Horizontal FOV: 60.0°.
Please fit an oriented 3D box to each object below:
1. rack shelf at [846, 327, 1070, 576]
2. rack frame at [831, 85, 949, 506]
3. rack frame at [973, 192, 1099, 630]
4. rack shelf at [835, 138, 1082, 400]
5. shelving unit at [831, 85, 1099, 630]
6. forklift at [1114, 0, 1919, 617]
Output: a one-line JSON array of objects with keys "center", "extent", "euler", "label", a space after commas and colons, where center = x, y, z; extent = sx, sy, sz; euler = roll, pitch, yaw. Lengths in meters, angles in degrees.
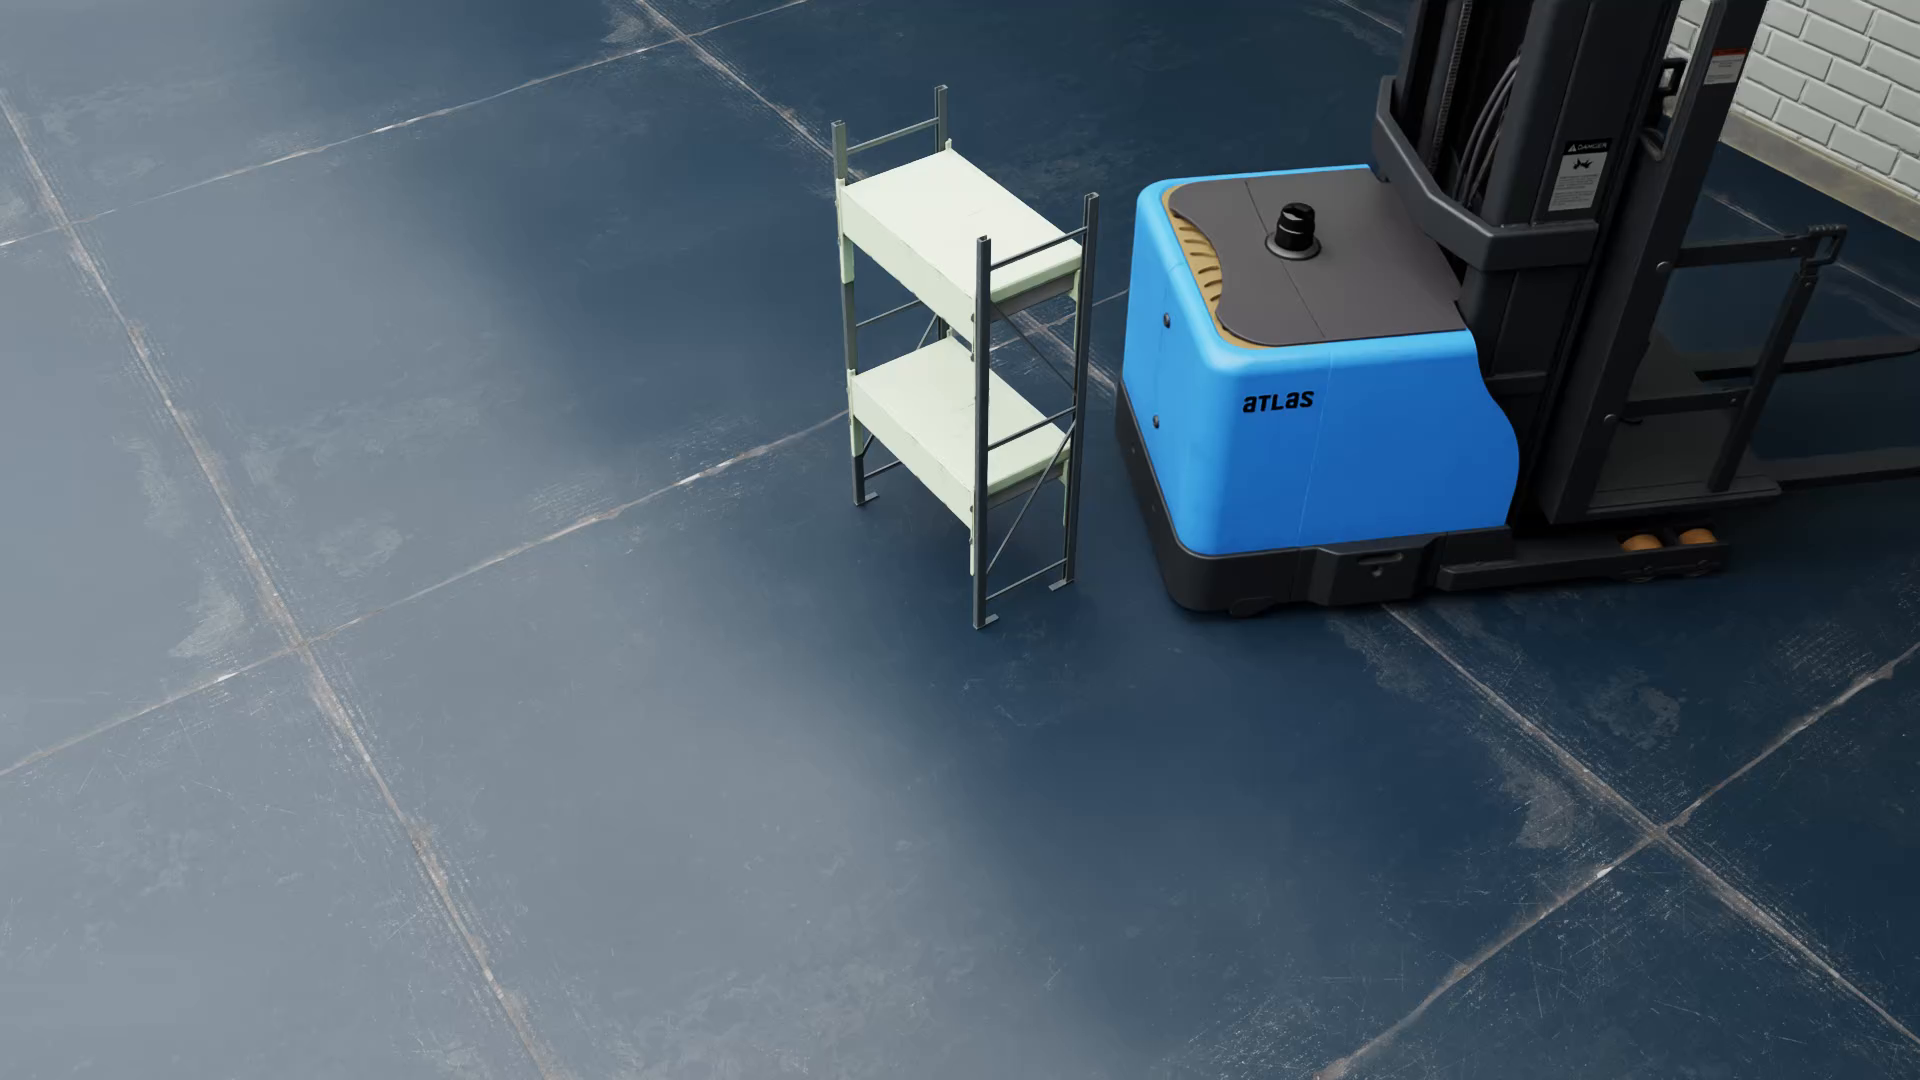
[{"center": [0.004, -0.303, 5.453], "extent": [0.431, 0.370, 0.720], "euler": [-26, 49, -24], "label": "rack shelf"}, {"center": [-0.206, -0.746, 5.445], "extent": [0.400, 1.500, 0.023], "euler": [-26, 49, -24], "label": "rack frame"}, {"center": [0.213, -0.331, 5.011], "extent": [0.400, 1.500, 0.023], "euler": [-26, 49, -24], "label": "rack frame"}, {"center": [0.004, -0.821, 4.959], "extent": [0.431, 0.370, 0.720], "euler": [-26, 49, -24], "label": "rack shelf"}, {"center": [0.004, -0.539, 5.228], "extent": [0.431, 1.500, 0.755], "euler": [-26, 49, -24], "label": "shelving unit"}, {"center": [2.124, -1.275, 4.963], "extent": [3.031, 2.935, 1.130], "euler": [-6, 44, -6], "label": "forklift"}]
